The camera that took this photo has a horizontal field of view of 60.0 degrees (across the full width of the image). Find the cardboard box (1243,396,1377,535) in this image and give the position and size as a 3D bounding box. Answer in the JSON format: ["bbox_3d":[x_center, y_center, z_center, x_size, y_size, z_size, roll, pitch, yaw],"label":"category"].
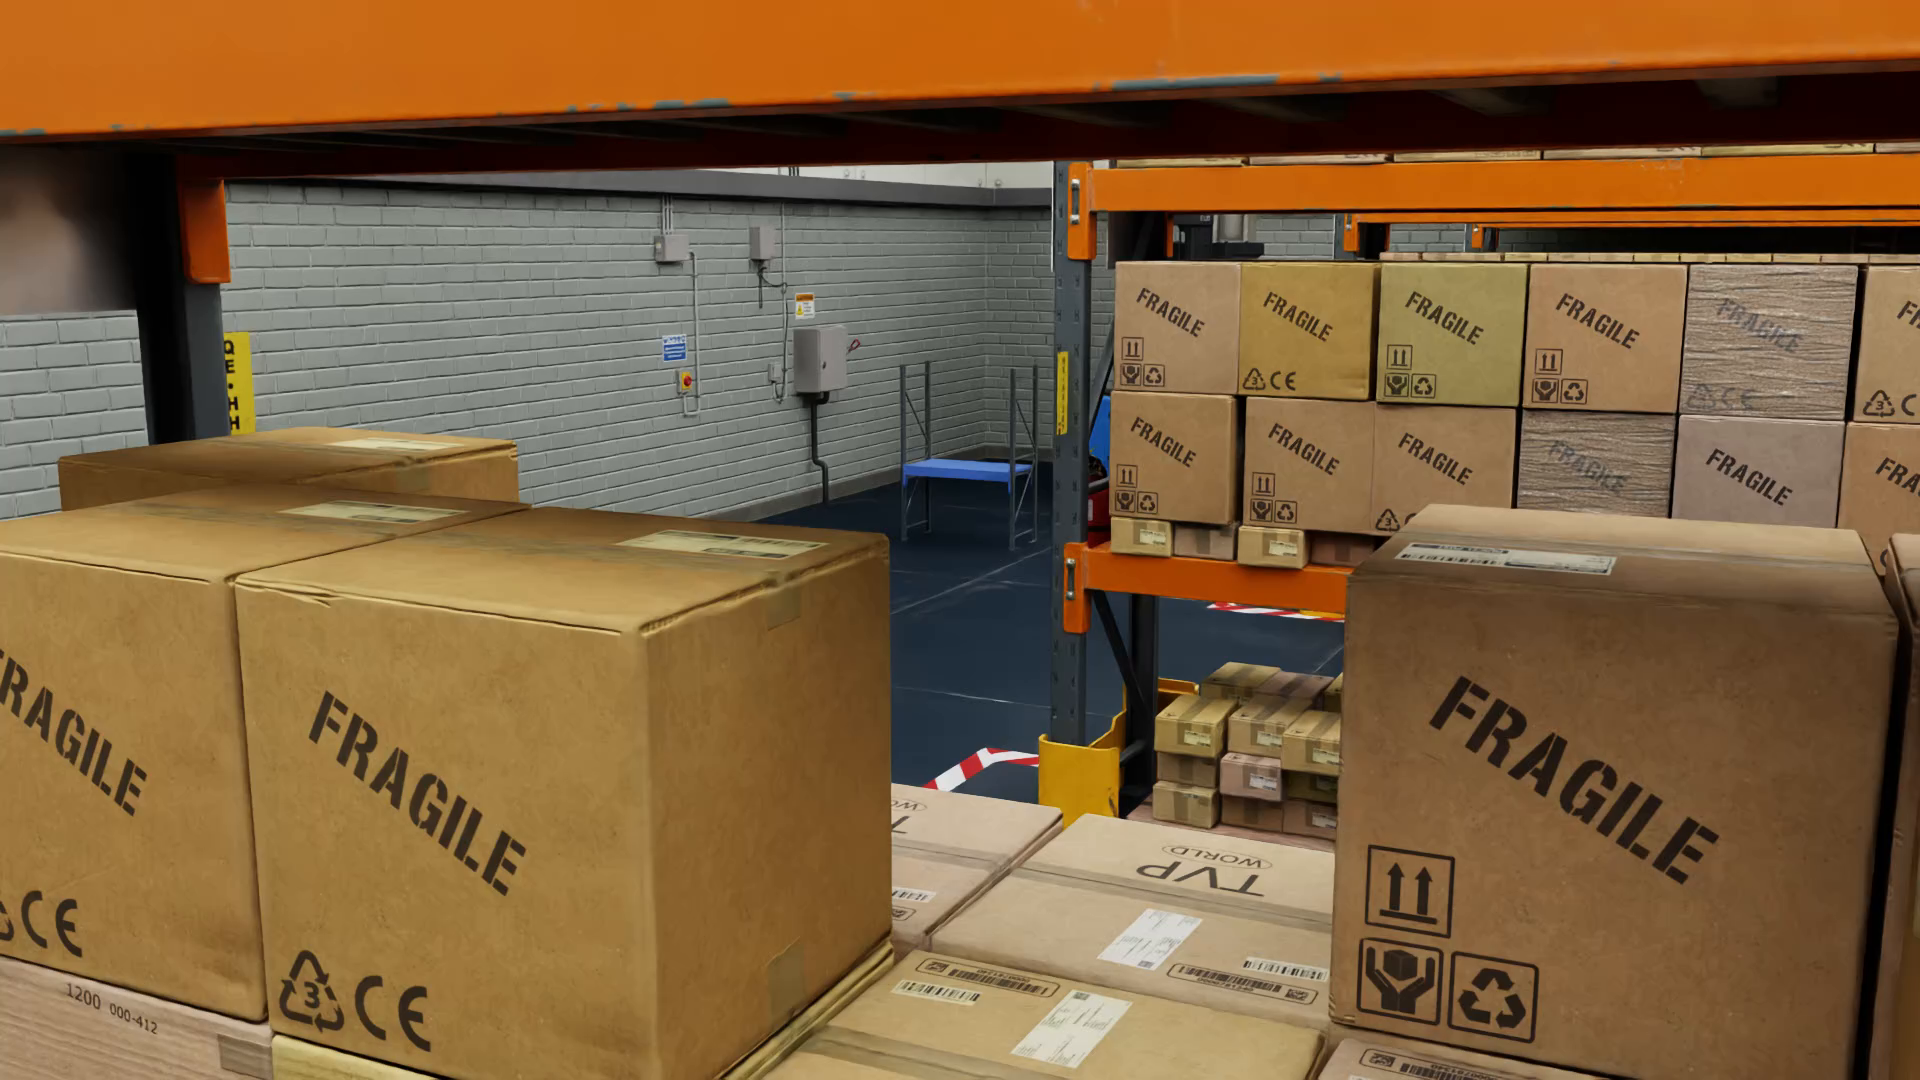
[{"bbox_3d":[1.420,-0.321,6.465,0.500,0.500,0.500,5,11,26],"label":"cardboard box"}]

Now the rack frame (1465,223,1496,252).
[{"bbox_3d":[4.941,-1.835,15.945,0.127,3.000,1.000,5,11,26],"label":"rack frame"}]

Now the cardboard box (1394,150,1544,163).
[{"bbox_3d":[1.876,-1.488,6.030,0.500,0.250,0.500,5,11,24],"label":"cardboard box"}]

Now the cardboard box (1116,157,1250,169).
[{"bbox_3d":[0.938,-1.569,6.476,0.500,0.250,0.500,5,12,28],"label":"cardboard box"}]

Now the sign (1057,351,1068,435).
[{"bbox_3d":[0.408,-0.582,6.595,0.005,0.325,0.100,5,11,26],"label":"sign"}]

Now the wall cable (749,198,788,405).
[{"bbox_3d":[-1.702,-2.210,15.163,0.122,1.984,0.588,5,11,26],"label":"wall cable"}]

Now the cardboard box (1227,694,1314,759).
[{"bbox_3d":[1.268,0.758,6.772,0.250,0.149,0.380,5,12,27],"label":"cardboard box"}]

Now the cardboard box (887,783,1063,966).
[{"bbox_3d":[-0.174,0.544,2.385,0.500,0.250,0.500,5,11,24],"label":"cardboard box"}]

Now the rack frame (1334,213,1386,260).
[{"bbox_3d":[2.748,-1.042,11.563,0.127,3.000,1.000,5,11,26],"label":"rack frame"}]

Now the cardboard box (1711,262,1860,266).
[{"bbox_3d":[3.029,-0.773,6.155,0.500,0.500,0.500,5,12,27],"label":"cardboard box"}]

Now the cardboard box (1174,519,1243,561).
[{"bbox_3d":[1.040,-0.028,6.668,0.250,0.149,0.380,5,12,28],"label":"cardboard box"}]

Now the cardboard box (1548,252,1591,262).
[{"bbox_3d":[3.896,-1.752,10.576,0.250,0.149,0.380,5,11,26],"label":"cardboard box"}]

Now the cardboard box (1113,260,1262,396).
[{"bbox_3d":[0.933,-0.853,6.596,0.500,0.500,0.500,5,11,25],"label":"cardboard box"}]

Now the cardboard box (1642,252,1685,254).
[{"bbox_3d":[4.554,-1.790,10.789,0.250,0.149,0.380,5,12,28],"label":"cardboard box"}]

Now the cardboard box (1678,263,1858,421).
[{"bbox_3d":[2.776,-0.692,5.706,0.500,0.500,0.500,5,12,27],"label":"cardboard box"}]

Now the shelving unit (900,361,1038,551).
[{"bbox_3d":[0.076,-0.731,14.059,1.048,1.500,0.538,5,11,26],"label":"shelving unit"}]

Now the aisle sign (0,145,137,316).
[{"bbox_3d":[-1.569,-0.792,2.882,0.004,0.787,0.394,5,11,26],"label":"aisle sign"}]

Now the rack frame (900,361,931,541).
[{"bbox_3d":[-0.379,-0.771,14.281,0.032,1.500,0.500,5,11,26],"label":"rack frame"}]

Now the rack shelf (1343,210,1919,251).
[{"bbox_3d":[4.542,-2.006,10.489,4.000,0.370,1.077,5,11,26],"label":"rack shelf"}]

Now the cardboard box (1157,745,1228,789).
[{"bbox_3d":[1.005,0.889,6.886,0.250,0.149,0.380,6,12,28],"label":"cardboard box"}]

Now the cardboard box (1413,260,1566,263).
[{"bbox_3d":[2.093,-0.855,6.607,0.500,0.500,0.500,6,12,29],"label":"cardboard box"}]

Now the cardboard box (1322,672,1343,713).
[{"bbox_3d":[1.724,0.691,7.147,0.250,0.149,0.380,5,11,25],"label":"cardboard box"}]

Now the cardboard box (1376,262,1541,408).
[{"bbox_3d":[1.845,-0.770,6.136,0.500,0.500,0.500,5,11,25],"label":"cardboard box"}]

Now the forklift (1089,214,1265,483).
[{"bbox_3d":[2.334,-1.938,16.706,1.130,2.935,3.031,8,13,39],"label":"forklift"}]

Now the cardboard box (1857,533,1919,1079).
[{"bbox_3d":[1.196,0.296,1.652,0.500,0.500,0.500,5,11,26],"label":"cardboard box"}]

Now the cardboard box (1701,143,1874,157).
[{"bbox_3d":[2.778,-1.407,5.579,0.500,0.250,0.500,5,11,25],"label":"cardboard box"}]

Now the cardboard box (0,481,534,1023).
[{"bbox_3d":[-0.878,0.220,2.073,0.500,0.500,0.500,5,11,24],"label":"cardboard box"}]

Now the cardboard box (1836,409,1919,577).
[{"bbox_3d":[3.212,-0.158,5.562,0.500,0.500,0.500,5,11,24],"label":"cardboard box"}]

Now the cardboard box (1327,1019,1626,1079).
[{"bbox_3d":[0.734,0.625,1.940,0.500,0.250,0.500,5,12,27],"label":"cardboard box"}]

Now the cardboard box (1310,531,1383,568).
[{"bbox_3d":[1.551,0.000,6.512,0.250,0.149,0.380,6,12,28],"label":"cardboard box"}]

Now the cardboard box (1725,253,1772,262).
[{"bbox_3d":[4.800,-1.671,10.131,0.250,0.149,0.380,5,11,25],"label":"cardboard box"}]

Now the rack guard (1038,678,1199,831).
[{"bbox_3d":[0.716,0.993,7.340,0.348,0.500,1.175,5,11,26],"label":"rack guard"}]

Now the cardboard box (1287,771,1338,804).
[{"bbox_3d":[1.484,0.925,6.688,0.250,0.149,0.380,5,11,27],"label":"cardboard box"}]

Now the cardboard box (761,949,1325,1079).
[{"bbox_3d":[0.062,0.670,1.692,0.500,0.250,0.500,5,11,25],"label":"cardboard box"}]

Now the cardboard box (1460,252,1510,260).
[{"bbox_3d":[3.393,-1.782,10.742,0.250,0.149,0.380,5,12,28],"label":"cardboard box"}]

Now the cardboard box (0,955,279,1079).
[{"bbox_3d":[-0.857,0.589,2.137,0.500,0.250,0.500,5,11,25],"label":"cardboard box"}]

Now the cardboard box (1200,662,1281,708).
[{"bbox_3d":[1.235,0.662,7.307,0.250,0.149,0.380,5,11,26],"label":"cardboard box"}]

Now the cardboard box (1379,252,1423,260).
[{"bbox_3d":[2.944,-1.830,11.008,0.250,0.149,0.380,5,12,27],"label":"cardboard box"}]

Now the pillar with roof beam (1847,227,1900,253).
[{"bbox_3d":[6.398,-3.983,10.968,0.400,9.000,9.100,5,11,26],"label":"pillar with roof beam"}]

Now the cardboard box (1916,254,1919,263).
[{"bbox_3d":[5.730,-1.598,9.729,0.250,0.149,0.380,5,12,27],"label":"cardboard box"}]

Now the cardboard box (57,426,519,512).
[{"bbox_3d":[-1.084,0.096,2.758,0.500,0.500,0.500,5,11,27],"label":"cardboard box"}]

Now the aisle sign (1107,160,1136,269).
[{"bbox_3d":[0.716,-1.576,7.216,0.004,0.787,0.394,5,11,26],"label":"aisle sign"}]

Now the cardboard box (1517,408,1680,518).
[{"bbox_3d":[2.313,-0.241,6.024,0.500,0.500,0.500,5,11,24],"label":"cardboard box"}]

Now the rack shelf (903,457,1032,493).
[{"bbox_3d":[0.076,-0.554,14.092,1.000,0.185,0.538,5,11,26],"label":"rack shelf"}]

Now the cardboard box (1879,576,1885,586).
[{"bbox_3d":[3.182,0.146,5.707,0.250,0.149,0.380,5,11,24],"label":"cardboard box"}]

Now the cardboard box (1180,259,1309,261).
[{"bbox_3d":[1.169,-0.934,7.046,0.500,0.500,0.500,5,11,25],"label":"cardboard box"}]

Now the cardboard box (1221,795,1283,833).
[{"bbox_3d":[1.248,1.053,6.815,0.250,0.149,0.380,5,11,26],"label":"cardboard box"}]

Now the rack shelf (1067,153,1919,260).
[{"bbox_3d":[2.442,-1.207,6.077,4.000,0.370,1.077,5,11,26],"label":"rack shelf"}]

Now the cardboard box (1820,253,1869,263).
[{"bbox_3d":[5.275,-1.637,9.941,0.250,0.149,0.380,5,11,25],"label":"cardboard box"}]

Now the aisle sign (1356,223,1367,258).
[{"bbox_3d":[2.821,-2.376,11.636,0.004,0.787,0.394,5,11,26],"label":"aisle sign"}]

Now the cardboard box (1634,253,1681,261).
[{"bbox_3d":[4.316,-1.701,10.296,0.250,0.149,0.380,5,11,24],"label":"cardboard box"}]

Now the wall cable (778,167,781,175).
[{"bbox_3d":[-2.143,-4.517,13.919,0.029,3.000,2.355,5,11,26],"label":"wall cable"}]

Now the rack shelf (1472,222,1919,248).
[{"bbox_3d":[6.734,-2.799,14.871,4.000,0.370,1.077,5,11,26],"label":"rack shelf"}]

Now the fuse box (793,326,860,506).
[{"bbox_3d":[-1.259,-1.172,15.902,0.414,1.711,0.539,5,11,26],"label":"fuse box"}]
